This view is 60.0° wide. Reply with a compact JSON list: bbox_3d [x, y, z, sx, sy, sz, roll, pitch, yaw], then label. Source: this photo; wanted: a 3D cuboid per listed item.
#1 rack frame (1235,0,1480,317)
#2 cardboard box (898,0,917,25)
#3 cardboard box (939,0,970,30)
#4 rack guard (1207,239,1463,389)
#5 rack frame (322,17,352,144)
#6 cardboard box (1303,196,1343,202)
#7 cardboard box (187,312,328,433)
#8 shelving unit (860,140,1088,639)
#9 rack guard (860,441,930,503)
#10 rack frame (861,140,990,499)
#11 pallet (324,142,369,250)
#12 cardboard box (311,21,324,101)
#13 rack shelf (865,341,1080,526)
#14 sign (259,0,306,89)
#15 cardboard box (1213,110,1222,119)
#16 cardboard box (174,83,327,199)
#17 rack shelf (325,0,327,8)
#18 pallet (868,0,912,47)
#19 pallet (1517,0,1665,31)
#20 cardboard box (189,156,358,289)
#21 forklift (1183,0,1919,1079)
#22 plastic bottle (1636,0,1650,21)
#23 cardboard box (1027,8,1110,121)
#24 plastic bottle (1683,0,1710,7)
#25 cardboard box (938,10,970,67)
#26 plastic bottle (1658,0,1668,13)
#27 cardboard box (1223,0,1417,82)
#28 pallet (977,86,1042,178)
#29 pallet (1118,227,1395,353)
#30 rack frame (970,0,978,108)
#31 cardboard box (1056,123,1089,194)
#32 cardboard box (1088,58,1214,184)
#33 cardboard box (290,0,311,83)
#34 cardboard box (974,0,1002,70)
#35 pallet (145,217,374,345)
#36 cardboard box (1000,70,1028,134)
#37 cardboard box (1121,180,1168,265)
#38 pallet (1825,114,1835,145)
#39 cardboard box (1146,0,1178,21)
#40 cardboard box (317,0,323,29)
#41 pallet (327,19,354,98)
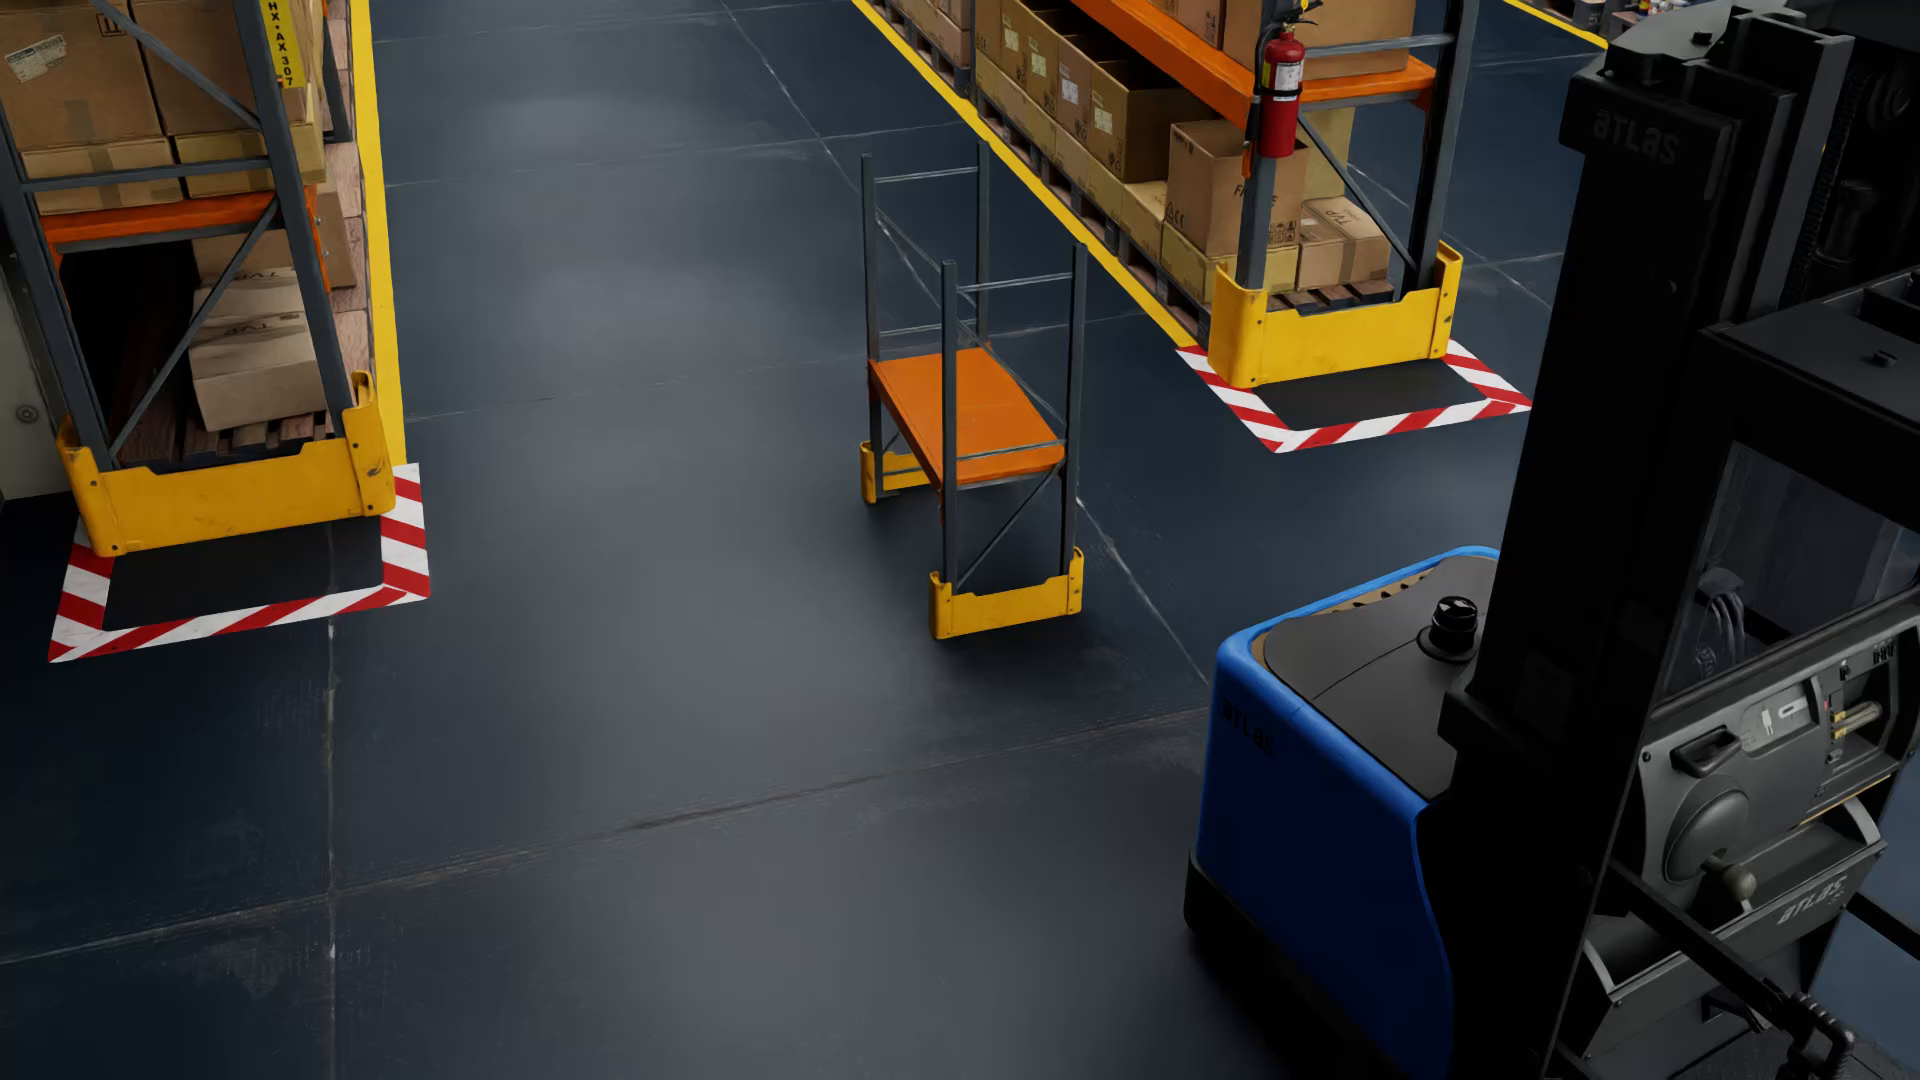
[{"bbox_3d":[1.782,-2.156,7.292,1.000,3.000,0.127,-10,35,-15],"label":"rack frame"},{"bbox_3d":[-0.150,-3.988,12.177,0.500,0.250,0.500,-9,35,-14],"label":"cardboard box"},{"bbox_3d":[0.165,-3.683,11.207,0.500,0.311,0.500,-10,35,-15],"label":"cardboard box"},{"bbox_3d":[1.789,-1.101,7.962,1.175,0.500,0.348,-10,35,-15],"label":"rack guard"},{"bbox_3d":[-4.155,-3.421,9.206,1.000,3.000,0.127,-10,35,-15],"label":"rack frame"},{"bbox_3d":[1.674,-1.765,8.813,0.500,0.250,0.500,-10,35,-15],"label":"cardboard box"},{"bbox_3d":[-3.060,-0.761,7.221,0.500,0.311,0.500,-14,36,-20],"label":"cardboard box"},{"bbox_3d":[0.023,-0.586,6.276,0.587,1.500,1.083,-10,35,-15],"label":"shelving unit"},{"bbox_3d":[-0.129,-0.326,7.016,0.587,0.250,0.087,-10,35,-15],"label":"rack guard"},{"bbox_3d":[-0.129,-0.848,6.673,0.500,1.500,0.032,-10,35,-15],"label":"rack frame"},{"bbox_3d":[-3.916,-1.911,9.451,1.003,0.211,1.213,-10,35,-15],"label":"pallet"},{"bbox_3d":[-3.103,-2.115,7.348,0.500,0.250,0.500,-11,35,-15],"label":"cardboard box"},{"bbox_3d":[0.026,-0.431,6.368,0.538,0.185,1.000,-10,35,-15],"label":"rack shelf"},{"bbox_3d":[-2.418,-1.774,5.928,0.100,0.325,0.005,-10,35,-15],"label":"sign"},{"bbox_3d":[1.511,-2.338,9.001,0.500,0.500,0.500,-10,35,-15],"label":"cardboard box"},{"bbox_3d":[-2.781,-1.576,6.533,0.500,0.250,0.500,-11,35,-16],"label":"cardboard box"},{"bbox_3d":[-4.765,-4.171,10.994,1.077,0.370,4.000,-10,35,-15],"label":"rack shelf"},{"bbox_3d":[-0.076,-4.115,12.785,1.003,0.211,1.213,-10,35,-15],"label":"pallet"},{"bbox_3d":[5.004,-4.330,13.111,1.003,0.211,1.213,-10,35,-15],"label":"pallet"},{"bbox_3d":[-3.410,-1.533,8.217,0.700,0.500,0.500,-12,35,-18],"label":"cardboard box"},{"bbox_3d":[1.845,0.501,3.333,1.130,2.935,3.031,-18,37,-25],"label":"forklift"},{"bbox_3d":[4.960,-3.891,11.994,0.097,0.271,0.097,0,33,0],"label":"plastic bottle"},{"bbox_3d":[0.710,-2.776,9.663,0.500,0.500,0.500,-10,35,-15],"label":"cardboard box"},{"bbox_3d":[5.131,-3.672,11.590,0.144,0.351,0.185,-9,35,-13],"label":"plastic bottle"},{"bbox_3d":[0.159,-3.453,11.368,0.500,0.250,0.500,-10,35,-15],"label":"cardboard box"},{"bbox_3d":[5.022,-3.755,11.852,0.097,0.201,0.097,0,33,0],"label":"plastic bottle"},{"bbox_3d":[1.652,-2.445,7.639,0.700,0.500,0.500,-10,35,-15],"label":"cardboard box"},{"bbox_3d":[0.764,-2.668,10.596,1.003,0.211,1.213,-10,35,-15],"label":"pallet"},{"bbox_3d":[1.509,-1.387,8.658,1.003,0.211,1.213,-10,35,-15],"label":"pallet"},{"bbox_3d":[0.562,-4.256,10.470,1.000,3.000,0.127,-10,35,-15],"label":"rack frame"},{"bbox_3d":[0.868,-2.201,9.474,0.500,0.250,0.500,-10,35,-15],"label":"cardboard box"},{"bbox_3d":[1.016,-2.251,8.869,0.500,0.500,0.500,-10,35,-15],"label":"cardboard box"},{"bbox_3d":[-2.935,-2.142,6.708,0.500,0.500,0.500,-10,35,-15],"label":"cardboard box"},{"bbox_3d":[0.405,-3.301,10.458,0.500,0.500,0.500,-10,35,-15],"label":"cardboard box"},{"bbox_3d":[-3.540,-1.269,8.480,1.003,0.211,1.213,-10,35,-15],"label":"pallet"},{"bbox_3d":[0.562,-2.726,10.268,0.500,0.250,0.500,-10,35,-15],"label":"cardboard box"},{"bbox_3d":[1.173,-1.676,8.679,0.500,0.250,0.500,-10,35,-15],"label":"cardboard box"},{"bbox_3d":[5.821,-2.922,10.981,1.003,0.211,1.213,-10,35,-15],"label":"pallet"},{"bbox_3d":[1.341,-2.982,8.451,0.700,0.500,0.500,-10,35,-14],"label":"cardboard box"},{"bbox_3d":[-3.409,-2.645,8.149,0.500,0.250,0.500,-10,35,-15],"label":"cardboard box"},{"bbox_3d":[-4.769,-3.308,11.565,1.003,0.211,1.213,-10,35,-15],"label":"pallet"}]
